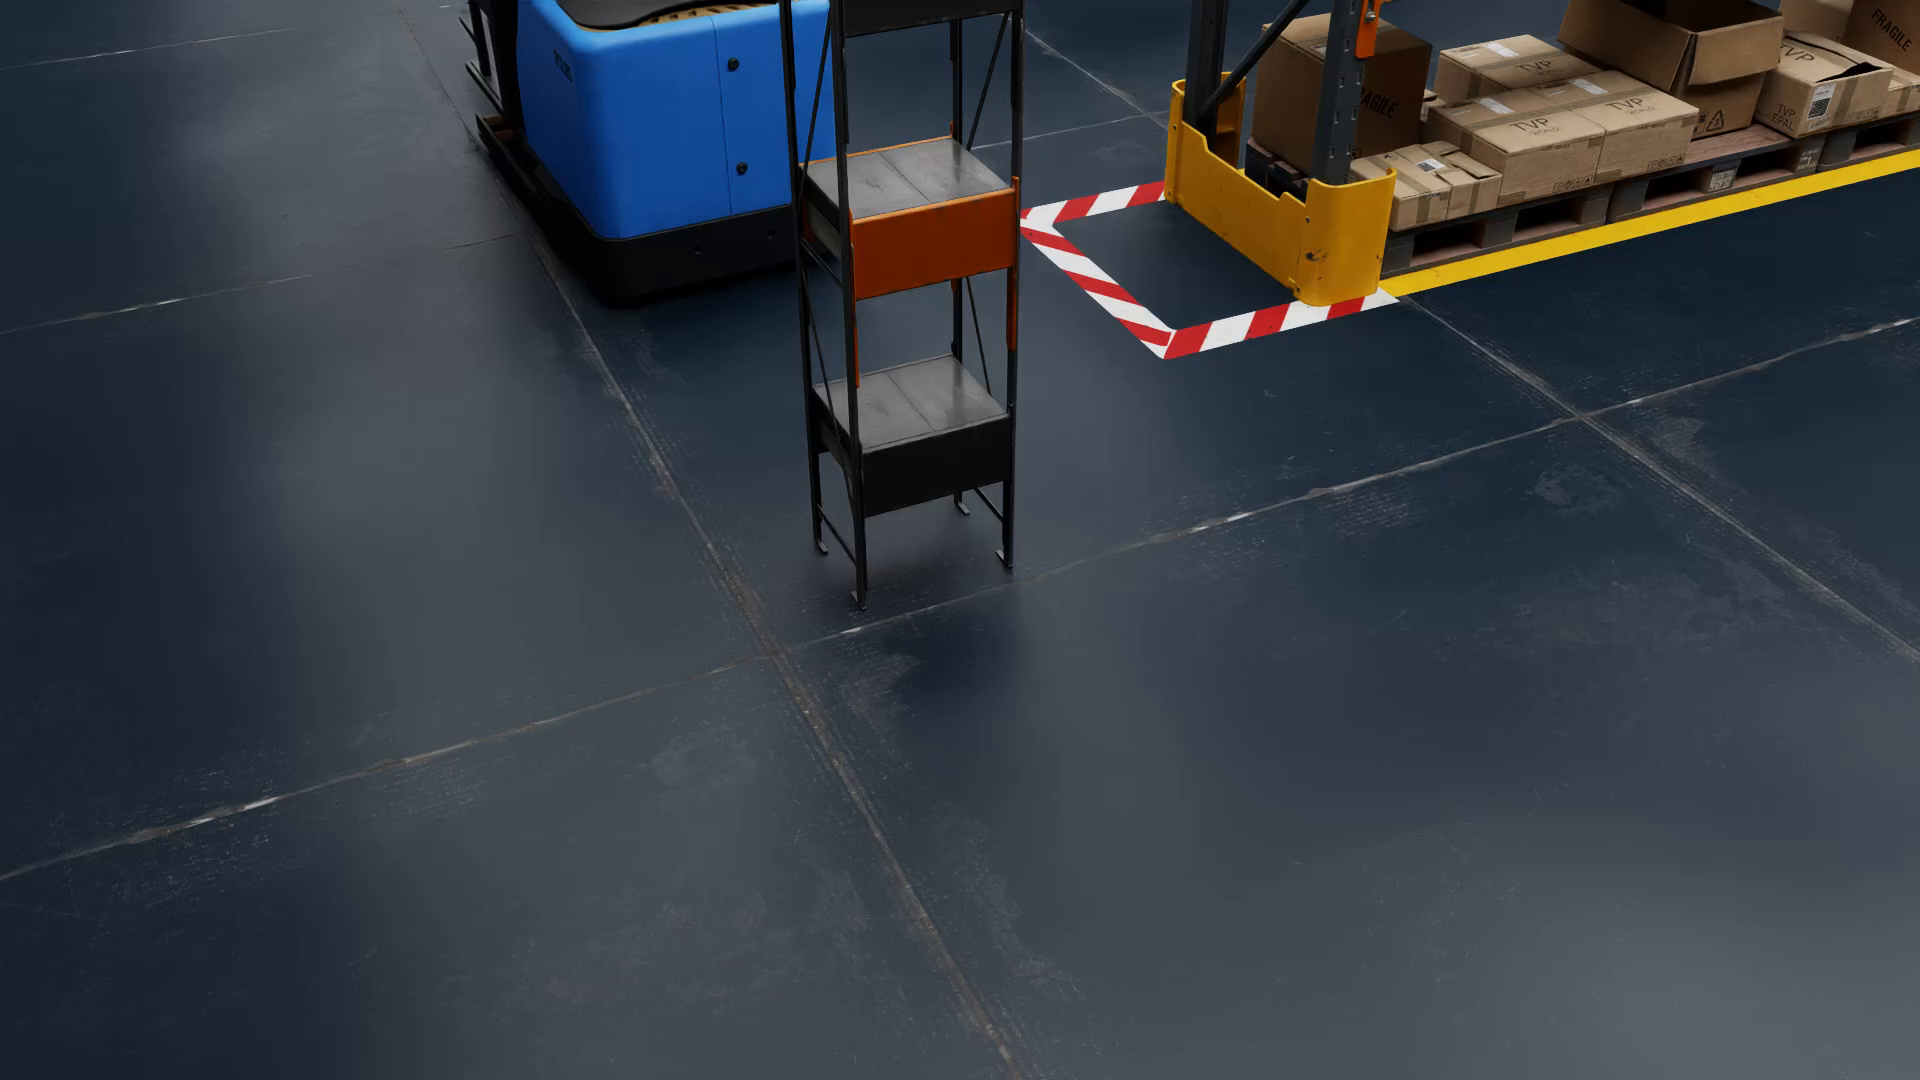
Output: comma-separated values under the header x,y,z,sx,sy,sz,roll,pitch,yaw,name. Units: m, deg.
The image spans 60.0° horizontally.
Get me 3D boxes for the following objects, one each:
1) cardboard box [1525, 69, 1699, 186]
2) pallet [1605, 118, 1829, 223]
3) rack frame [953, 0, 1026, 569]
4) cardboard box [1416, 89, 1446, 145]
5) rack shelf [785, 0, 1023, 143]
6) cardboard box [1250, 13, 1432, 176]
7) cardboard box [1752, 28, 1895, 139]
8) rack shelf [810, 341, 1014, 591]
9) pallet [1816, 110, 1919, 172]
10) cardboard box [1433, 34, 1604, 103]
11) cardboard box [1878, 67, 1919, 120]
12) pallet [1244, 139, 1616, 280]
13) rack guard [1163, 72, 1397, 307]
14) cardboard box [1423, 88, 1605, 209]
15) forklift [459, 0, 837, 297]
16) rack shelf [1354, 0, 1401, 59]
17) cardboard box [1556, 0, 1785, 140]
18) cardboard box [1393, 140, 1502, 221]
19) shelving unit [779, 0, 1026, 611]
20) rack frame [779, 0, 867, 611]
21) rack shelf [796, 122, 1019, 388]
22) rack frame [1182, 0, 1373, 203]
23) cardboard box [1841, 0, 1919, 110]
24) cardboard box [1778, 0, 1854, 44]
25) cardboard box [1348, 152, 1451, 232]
x,y,z,sx,sy,sz,roll,pitch,yaw,name
2.722,-1.749,7.029,0.500,0.250,0.500,-16,39,-20,cardboard box
3.097,-1.847,7.563,1.213,0.211,1.003,-16,39,-20,pallet
0.071,-0.863,4.651,0.015,2.100,0.400,-16,39,-20,rack frame
1.997,-1.802,7.171,0.250,0.166,0.380,-16,39,-20,cardboard box
-0.150,-1.353,4.159,0.480,0.518,0.431,-16,39,-20,rack shelf
1.592,-1.882,6.999,0.500,0.500,0.500,-16,39,-20,cardboard box
3.751,-2.061,7.399,0.500,0.311,0.500,-16,39,-20,cardboard box
-0.150,-0.228,4.993,0.480,0.518,0.431,-16,39,-20,rack shelf
4.203,-2.158,7.983,1.213,0.211,1.003,-16,39,-20,pallet
2.465,-2.006,7.375,0.500,0.250,0.500,-16,39,-20,cardboard box
4.116,-2.059,7.531,0.250,0.149,0.380,-16,39,-20,cardboard box
1.994,-1.540,7.150,1.213,0.211,1.003,-16,39,-20,pallet
1.273,-1.454,6.791,0.348,0.500,1.175,-16,39,-20,rack guard
2.270,-1.622,6.858,0.500,0.250,0.500,-16,39,-20,cardboard box
-1.565,-2.973,6.799,1.130,2.935,3.031,-17,40,-21,forklift
3.015,-2.656,6.917,4.000,0.370,1.077,-16,39,-20,rack shelf
3.127,-2.147,7.353,0.637,0.503,0.797,-16,39,-20,cardboard box
1.956,-1.462,6.712,0.250,0.166,0.380,-16,39,-20,cardboard box
-0.150,-0.801,4.568,0.503,2.100,0.431,-16,39,-20,shelving unit
-0.371,-0.740,4.485,0.015,2.100,0.400,-16,39,-20,rack frame
-0.150,-0.791,4.576,0.480,0.518,0.431,-16,39,-20,rack shelf
1.204,-2.439,6.020,0.127,3.000,1.000,-16,39,-20,rack frame
4.430,-2.327,7.598,0.500,0.500,0.500,-16,39,-20,cardboard box
4.353,-2.559,8.069,0.500,0.311,0.500,-16,39,-20,cardboard box
1.729,-1.391,6.632,0.250,0.149,0.380,-16,39,-20,cardboard box
